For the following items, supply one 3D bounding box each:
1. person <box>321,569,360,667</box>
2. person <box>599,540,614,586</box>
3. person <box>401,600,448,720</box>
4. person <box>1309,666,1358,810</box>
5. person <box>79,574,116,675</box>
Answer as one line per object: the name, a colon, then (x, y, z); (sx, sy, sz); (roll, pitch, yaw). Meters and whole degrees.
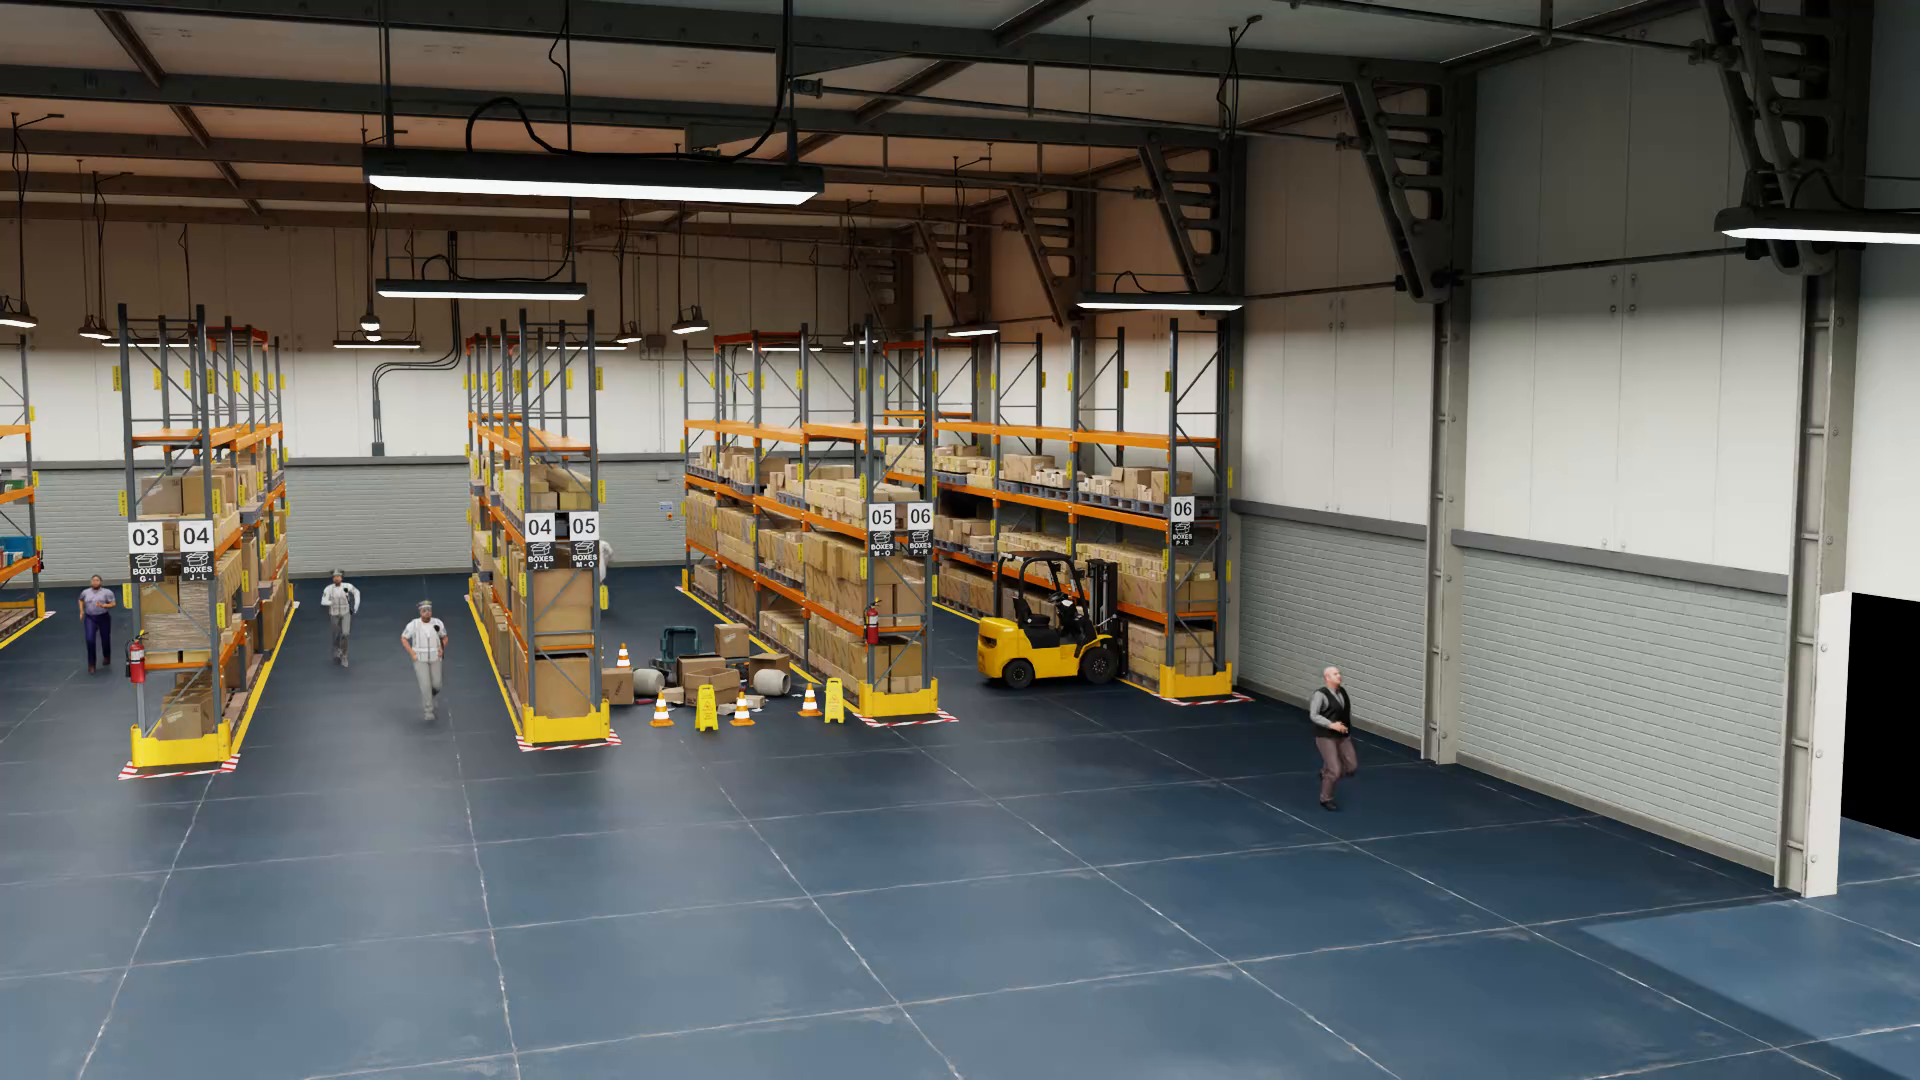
person: (-11.011, 1.361, 29.589); (0.622, 1.736, 0.878); (-2, 6, -16)
person: (-8.065, 0.632, 36.842); (0.680, 1.746, 0.691); (-3, 6, -28)
person: (-8.004, 1.776, 24.910); (0.672, 1.763, 0.695); (-3, 6, -29)
person: (4.384, 2.320, 19.500); (0.698, 1.685, 0.591); (-4, 7, -35)
person: (-14.976, 1.437, 28.888); (0.589, 1.688, 0.847); (-2, 6, -24)
